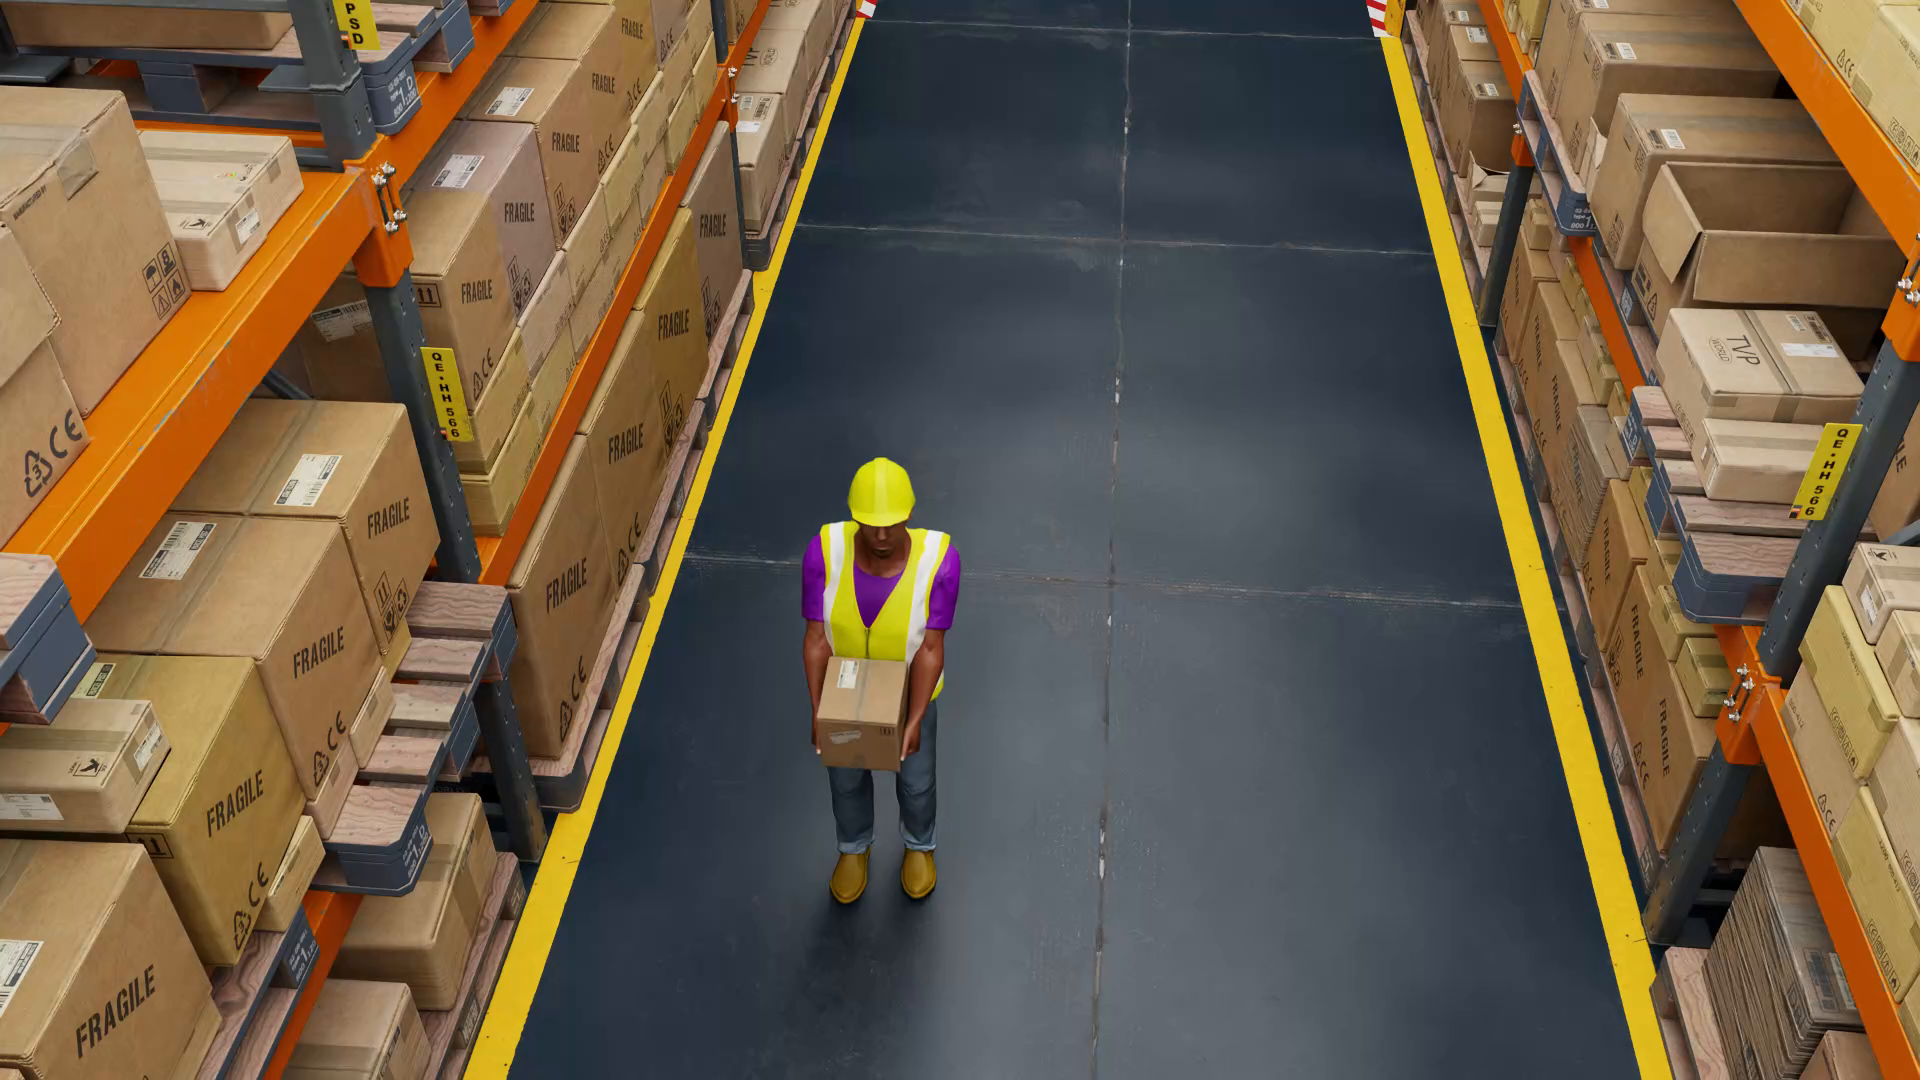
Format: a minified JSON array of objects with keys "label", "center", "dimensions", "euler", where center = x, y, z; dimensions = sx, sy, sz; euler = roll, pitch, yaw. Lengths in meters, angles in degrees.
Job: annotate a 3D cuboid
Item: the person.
[{"label":"person","center":[-0.266,0.551,5.481],"dimensions":[0.504,1.760,0.583],"euler":[4,40,5]}]
